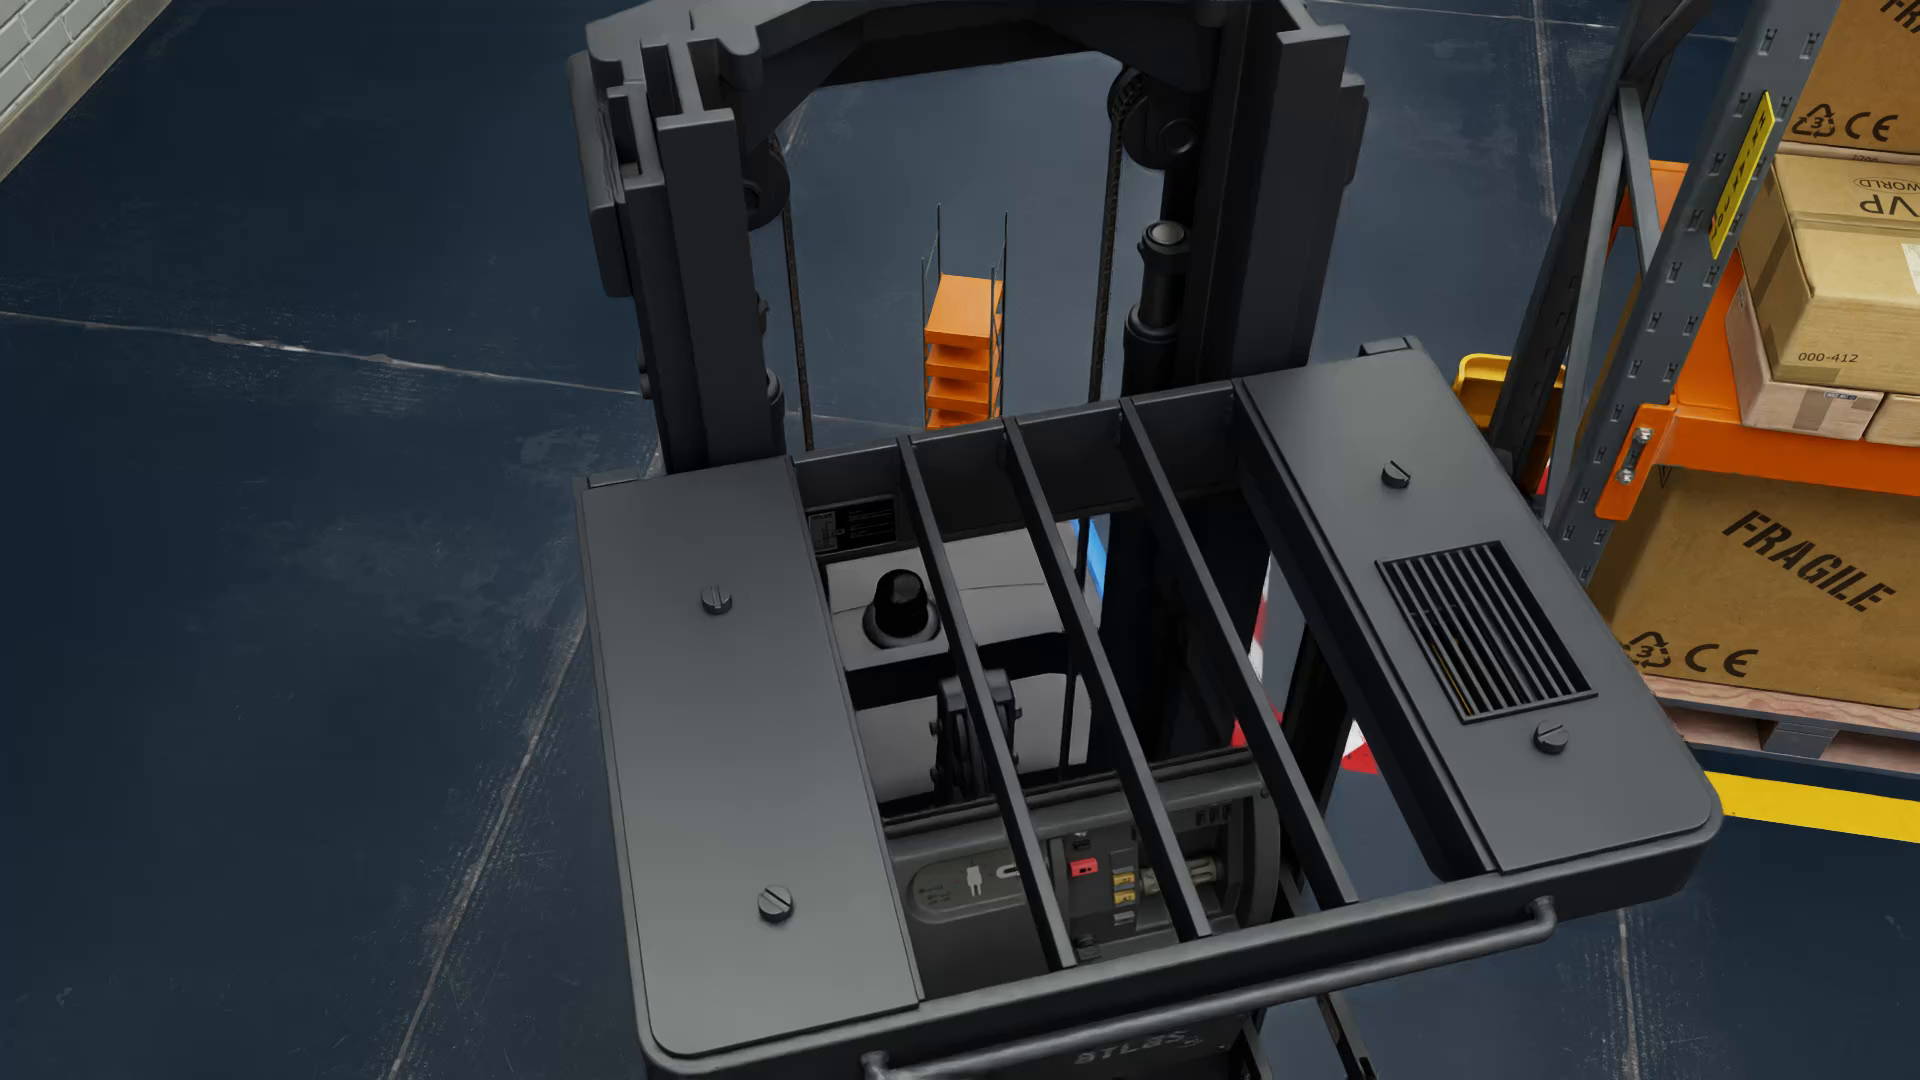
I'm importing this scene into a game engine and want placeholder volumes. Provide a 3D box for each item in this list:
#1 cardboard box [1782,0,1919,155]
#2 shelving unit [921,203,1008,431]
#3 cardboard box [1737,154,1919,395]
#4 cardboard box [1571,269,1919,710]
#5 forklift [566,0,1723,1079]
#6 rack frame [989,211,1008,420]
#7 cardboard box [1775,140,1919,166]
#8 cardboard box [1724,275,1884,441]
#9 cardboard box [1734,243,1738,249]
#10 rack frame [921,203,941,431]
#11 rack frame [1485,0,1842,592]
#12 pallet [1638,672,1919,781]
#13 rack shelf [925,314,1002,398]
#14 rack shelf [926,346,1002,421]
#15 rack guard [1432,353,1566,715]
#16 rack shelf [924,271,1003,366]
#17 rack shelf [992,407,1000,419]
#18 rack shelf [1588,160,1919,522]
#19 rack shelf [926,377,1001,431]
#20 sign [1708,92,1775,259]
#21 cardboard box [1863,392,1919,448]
[{"bbox_3d":[2.146,-1.221,3.727,0.500,0.500,0.500,8,49,7],"label":"cardboard box"},{"bbox_3d":[0.014,-0.399,4.802,0.189,1.200,0.258,8,49,7],"label":"shelving unit"},{"bbox_3d":[2.044,-0.581,3.656,0.500,0.250,0.500,7,48,6],"label":"cardboard box"},{"bbox_3d":[2.263,-0.197,4.557,0.875,0.875,0.875,8,49,7],"label":"cardboard box"},{"bbox_3d":[0.138,0.738,2.617,1.130,2.935,3.031,-10,49,-9],"label":"forklift"},{"bbox_3d":[0.104,-0.387,4.791,0.006,1.200,0.240,8,49,7],"label":"rack frame"},{"bbox_3d":[2.144,-0.972,4.008,0.500,0.250,0.500,7,48,6],"label":"cardboard box"},{"bbox_3d":[1.910,-0.421,3.780,0.250,0.149,0.380,8,49,7],"label":"cardboard box"},{"bbox_3d":[2.028,-0.903,4.214,0.250,0.149,0.380,9,49,8],"label":"cardboard box"},{"bbox_3d":[-0.076,-0.411,4.813,0.006,1.200,0.240,8,49,7],"label":"rack frame"},{"bbox_3d":[1.619,-0.793,3.946,0.127,3.000,1.000,8,49,7],"label":"rack frame"},{"bbox_3d":[2.420,0.188,4.940,1.213,0.211,1.003,8,49,7],"label":"pallet"},{"bbox_3d":[0.014,-0.530,4.657,0.180,0.103,0.258,8,49,7],"label":"rack shelf"},{"bbox_3d":[0.014,-0.450,4.746,0.180,0.103,0.258,8,49,7],"label":"rack shelf"},{"bbox_3d":[1.596,0.039,4.879,0.348,0.500,1.175,8,49,7],"label":"rack guard"},{"bbox_3d":[0.014,-0.610,4.567,0.180,0.103,0.258,8,49,7],"label":"rack shelf"},{"bbox_3d":[0.014,-0.289,4.924,0.180,0.103,0.258,8,49,7],"label":"rack shelf"},{"bbox_3d":[3.588,-0.288,3.976,4.000,0.370,1.077,8,49,7],"label":"rack shelf"},{"bbox_3d":[0.014,-0.369,4.835,0.180,0.103,0.258,8,49,7],"label":"rack shelf"},{"bbox_3d":[1.515,-0.703,3.230,0.005,0.325,0.100,8,49,7],"label":"sign"},{"bbox_3d":[2.163,-0.388,3.751,0.250,0.149,0.380,7,48,6],"label":"cardboard box"}]
